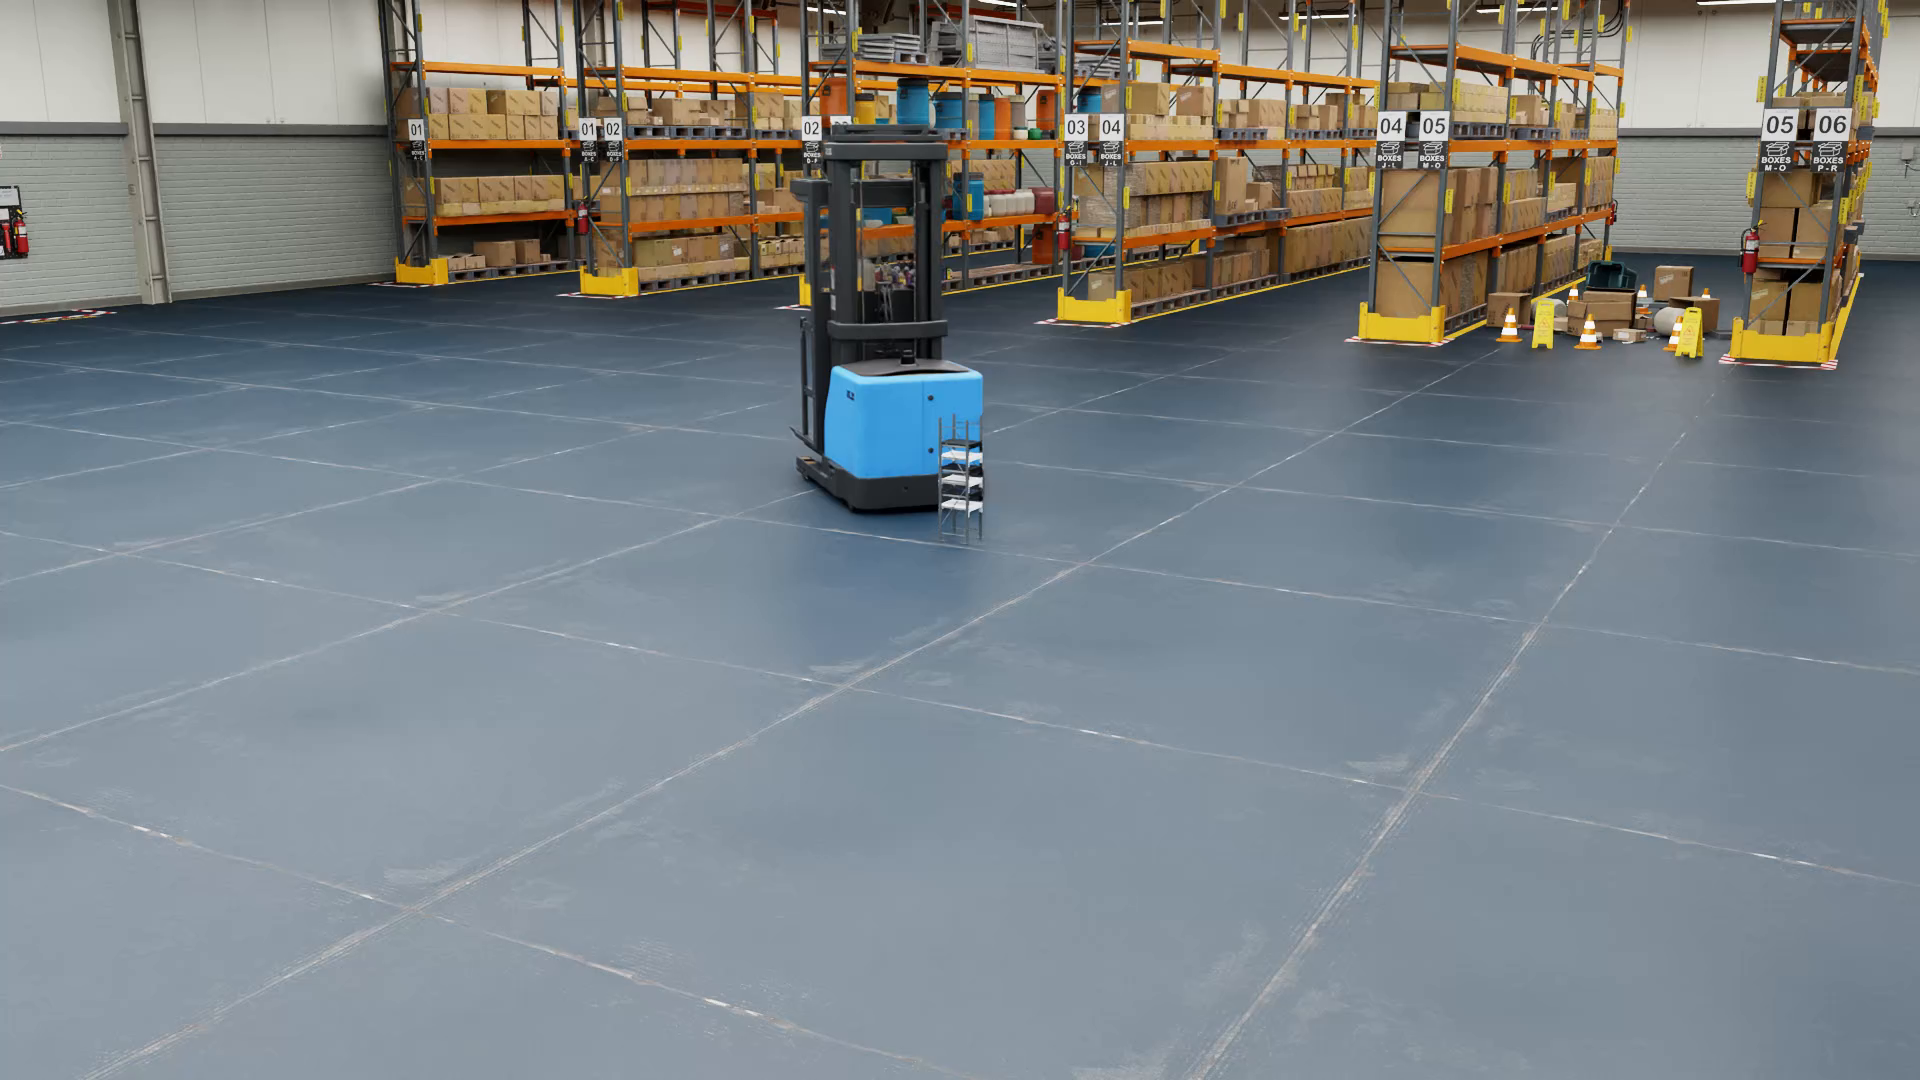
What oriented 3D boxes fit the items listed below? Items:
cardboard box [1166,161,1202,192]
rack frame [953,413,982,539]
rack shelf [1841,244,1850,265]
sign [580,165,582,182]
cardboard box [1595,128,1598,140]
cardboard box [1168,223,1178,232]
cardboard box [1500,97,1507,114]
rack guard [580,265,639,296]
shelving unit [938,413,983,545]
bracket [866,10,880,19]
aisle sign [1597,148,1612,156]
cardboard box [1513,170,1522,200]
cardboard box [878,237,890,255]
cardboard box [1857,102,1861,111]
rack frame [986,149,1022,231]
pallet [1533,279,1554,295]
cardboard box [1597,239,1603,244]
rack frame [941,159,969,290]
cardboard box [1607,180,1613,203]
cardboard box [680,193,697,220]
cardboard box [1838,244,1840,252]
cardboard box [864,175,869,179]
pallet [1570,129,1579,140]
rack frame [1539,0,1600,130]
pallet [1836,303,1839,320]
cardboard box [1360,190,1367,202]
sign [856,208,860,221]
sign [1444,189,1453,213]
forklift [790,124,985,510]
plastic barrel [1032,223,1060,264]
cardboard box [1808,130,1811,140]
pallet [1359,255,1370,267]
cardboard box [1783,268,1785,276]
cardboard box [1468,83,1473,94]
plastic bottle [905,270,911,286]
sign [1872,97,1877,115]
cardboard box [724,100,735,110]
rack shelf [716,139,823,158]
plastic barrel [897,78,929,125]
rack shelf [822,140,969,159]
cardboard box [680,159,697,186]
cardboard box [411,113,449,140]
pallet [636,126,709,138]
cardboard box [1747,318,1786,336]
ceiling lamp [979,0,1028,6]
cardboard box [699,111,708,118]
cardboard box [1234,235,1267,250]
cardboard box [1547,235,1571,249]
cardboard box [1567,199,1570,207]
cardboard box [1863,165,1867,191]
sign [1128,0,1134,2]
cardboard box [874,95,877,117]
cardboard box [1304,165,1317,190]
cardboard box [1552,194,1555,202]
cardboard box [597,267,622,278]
[{"bbox_3d":[3.824,-6.235,28.513,0.500,0.500,0.500,7,15,28],"label":"cardboard box"},{"bbox_3d":[0.053,-0.460,12.022,0.240,0.900,0.006,7,15,28],"label":"rack frame"},{"bbox_3d":[13.683,-4.720,26.745,1.077,0.370,4.000,7,15,28],"label":"rack shelf"},{"bbox_3d":[-7.031,-6.827,30.974,0.100,0.325,0.005,7,15,28],"label":"sign"},{"bbox_3d":[12.890,-8.395,34.373,0.500,0.250,0.500,7,15,27],"label":"cardboard box"},{"bbox_3d":[3.457,-5.276,28.054,0.380,0.149,0.250,7,15,28],"label":"cardboard box"},{"bbox_3d":[8.321,-6.852,26.229,0.500,0.250,0.500,7,15,27],"label":"cardboard box"},{"bbox_3d":[-6.574,-4.864,31.143,1.175,0.500,0.348,7,15,28],"label":"rack guard"},{"bbox_3d":[0.004,-0.439,11.935,0.258,0.900,0.210,7,15,28],"label":"shelving unit"},{"bbox_3d":[-2.508,-15.120,47.871,0.235,0.232,0.430,7,15,28],"label":"bracket"},{"bbox_3d":[14.433,-8.906,37.027,0.394,0.787,0.004,7,15,28],"label":"aisle sign"},{"bbox_3d":[9.306,-6.149,28.793,0.700,0.500,0.500,7,15,27],"label":"cardboard box"},{"bbox_3d":[-1.977,-6.893,38.621,0.500,0.500,0.500,7,15,26],"label":"cardboard box"},{"bbox_3d":[12.481,-6.120,23.451,0.380,0.149,0.250,8,16,30],"label":"cardboard box"},{"bbox_3d":[1.172,-9.367,44.486,1.000,3.000,0.127,7,15,28],"label":"rack frame"},{"bbox_3d":[10.647,-4.824,31.594,1.003,0.211,1.213,7,15,28],"label":"pallet"},{"bbox_3d":[14.101,-6.631,37.056,0.380,0.149,0.250,8,15,29],"label":"cardboard box"},{"bbox_3d":[-0.295,-6.343,31.943,1.000,3.000,0.127,7,15,28],"label":"rack frame"},{"bbox_3d":[14.143,-7.733,36.861,0.500,0.500,0.500,8,16,29],"label":"cardboard box"},{"bbox_3d":[-5.580,-6.545,32.569,0.700,0.500,0.500,8,16,30],"label":"cardboard box"},{"bbox_3d":[12.097,-4.122,23.265,0.380,0.149,0.250,8,15,29],"label":"cardboard box"},{"bbox_3d":[-2.489,-8.120,38.206,0.700,0.500,0.500,2,14,9],"label":"cardboard box"},{"bbox_3d":[11.311,-7.880,32.318,1.213,0.211,1.003,7,15,28],"label":"pallet"},{"bbox_3d":[12.202,-9.757,33.304,1.000,3.000,0.127,7,15,28],"label":"rack frame"},{"bbox_3d":[13.680,-3.714,26.991,1.003,0.211,1.213,7,15,28],"label":"pallet"},{"bbox_3d":[8.855,-7.770,37.548,0.500,0.250,0.500,8,16,29],"label":"cardboard box"},{"bbox_3d":[-1.749,-5.594,28.245,0.100,0.325,0.005,7,15,28],"label":"sign"},{"bbox_3d":[6.883,-4.774,23.418,0.100,0.325,0.005,7,15,28],"label":"sign"},{"bbox_3d":[-0.768,-1.957,13.898,1.130,2.935,3.031,-5,14,-18],"label":"forklift"},{"bbox_3d":[1.861,-6.415,35.977,0.600,0.830,0.708,7,15,28],"label":"plastic barrel"},{"bbox_3d":[11.858,-5.748,23.610,0.380,0.149,0.250,7,15,26],"label":"cardboard box"},{"bbox_3d":[8.933,-6.466,38.403,1.003,0.211,1.213,7,15,28],"label":"pallet"},{"bbox_3d":[11.313,-3.768,23.248,0.380,0.149,0.250,8,16,30],"label":"cardboard box"},{"bbox_3d":[7.209,-6.543,24.098,0.380,0.149,0.250,8,15,29],"label":"cardboard box"},{"bbox_3d":[-0.954,-4.797,30.387,0.061,0.283,0.133,8,16,29],"label":"plastic bottle"},{"bbox_3d":[17.063,-8.103,31.071,0.100,0.325,0.005,7,15,28],"label":"sign"},{"bbox_3d":[-5.894,-10.911,41.741,0.500,0.250,0.500,7,15,26],"label":"cardboard box"},{"bbox_3d":[-3.662,-8.424,35.709,1.077,0.370,4.000,7,15,28],"label":"rack shelf"},{"bbox_3d":[-0.869,-8.057,30.687,0.600,0.901,0.708,7,15,28],"label":"plastic barrel"},{"bbox_3d":[-1.261,-7.041,29.974,1.077,0.370,4.000,7,15,28],"label":"rack shelf"},{"bbox_3d":[-5.566,-7.183,32.449,0.700,0.500,0.500,7,15,28],"label":"cardboard box"},{"bbox_3d":[-10.520,-8.202,32.997,0.500,0.500,0.500,8,16,30],"label":"cardboard box"},{"bbox_3d":[-5.609,-7.893,32.161,1.003,0.211,1.213,7,15,28],"label":"pallet"},{"bbox_3d":[10.949,-2.907,22.662,0.500,0.250,0.500,7,15,28],"label":"cardboard box"},{"bbox_3d":[1.199,-13.822,37.712,0.800,3.185,2.000,7,15,28],"label":"ceiling lamp"},{"bbox_3d":[-5.364,-8.408,33.103,0.500,0.311,0.500,6,15,25],"label":"cardboard box"},{"bbox_3d":[5.677,-5.825,32.589,0.500,0.250,0.500,8,16,30],"label":"cardboard box"},{"bbox_3d":[11.803,-5.908,32.979,0.500,0.250,0.500,8,16,31],"label":"cardboard box"},{"bbox_3d":[11.936,-6.714,33.123,0.380,0.149,0.250,7,15,28],"label":"cardboard box"},{"bbox_3d":[18.266,-7.419,34.061,0.500,0.500,0.500,7,15,28],"label":"cardboard box"},{"bbox_3d":[2.582,-8.309,25.135,0.100,0.325,0.005,7,15,28],"label":"sign"},{"bbox_3d":[-2.232,-9.912,38.000,0.500,0.500,0.500,7,15,28],"label":"cardboard box"},{"bbox_3d":[6.978,-7.559,34.632,0.797,0.503,0.637,8,16,30],"label":"cardboard box"},{"bbox_3d":[11.054,-6.486,31.540,0.380,0.149,0.250,7,15,28],"label":"cardboard box"},{"bbox_3d":[-6.562,-5.095,31.739,0.500,0.250,0.500,7,15,28],"label":"cardboard box"}]
